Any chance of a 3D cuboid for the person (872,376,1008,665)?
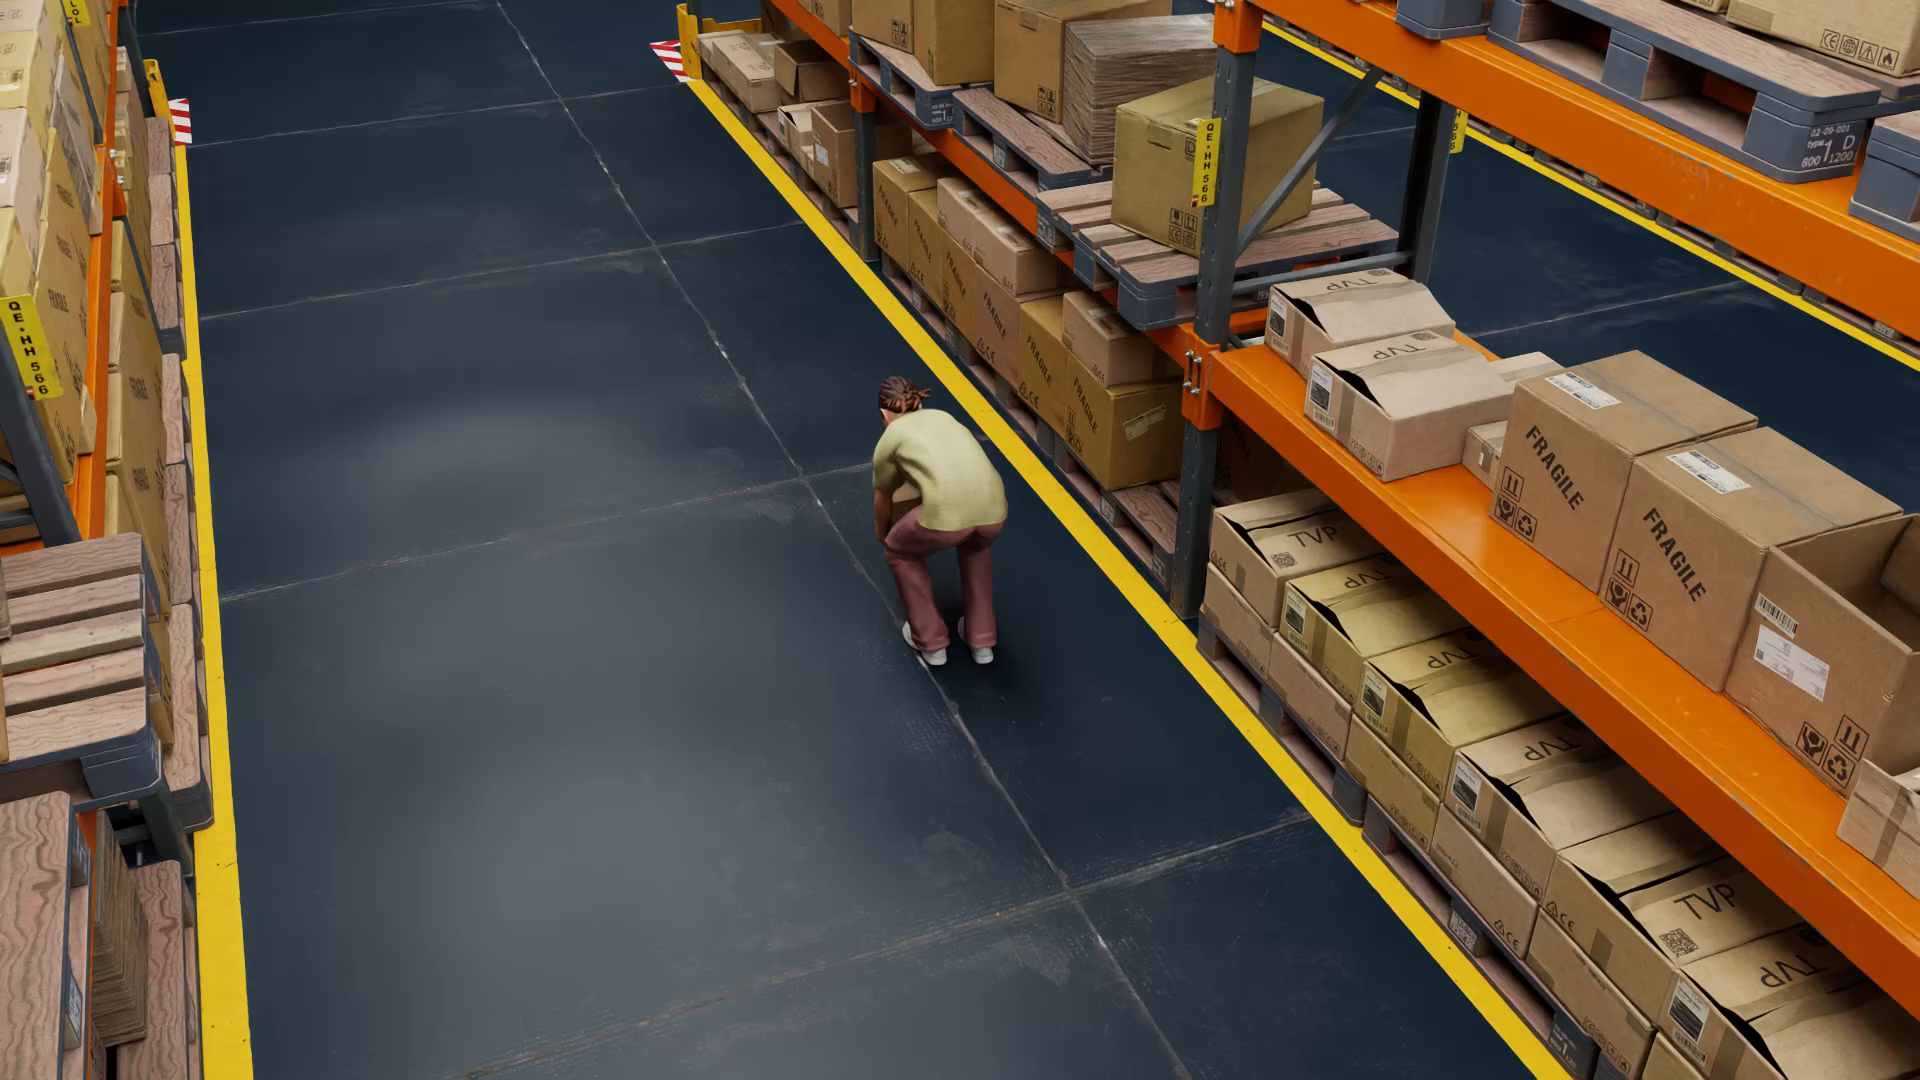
[{"bbox_3d":[-0.107,-0.071,6.801,0.447,1.066,0.865,-14,36,-20],"label":"person"}]
